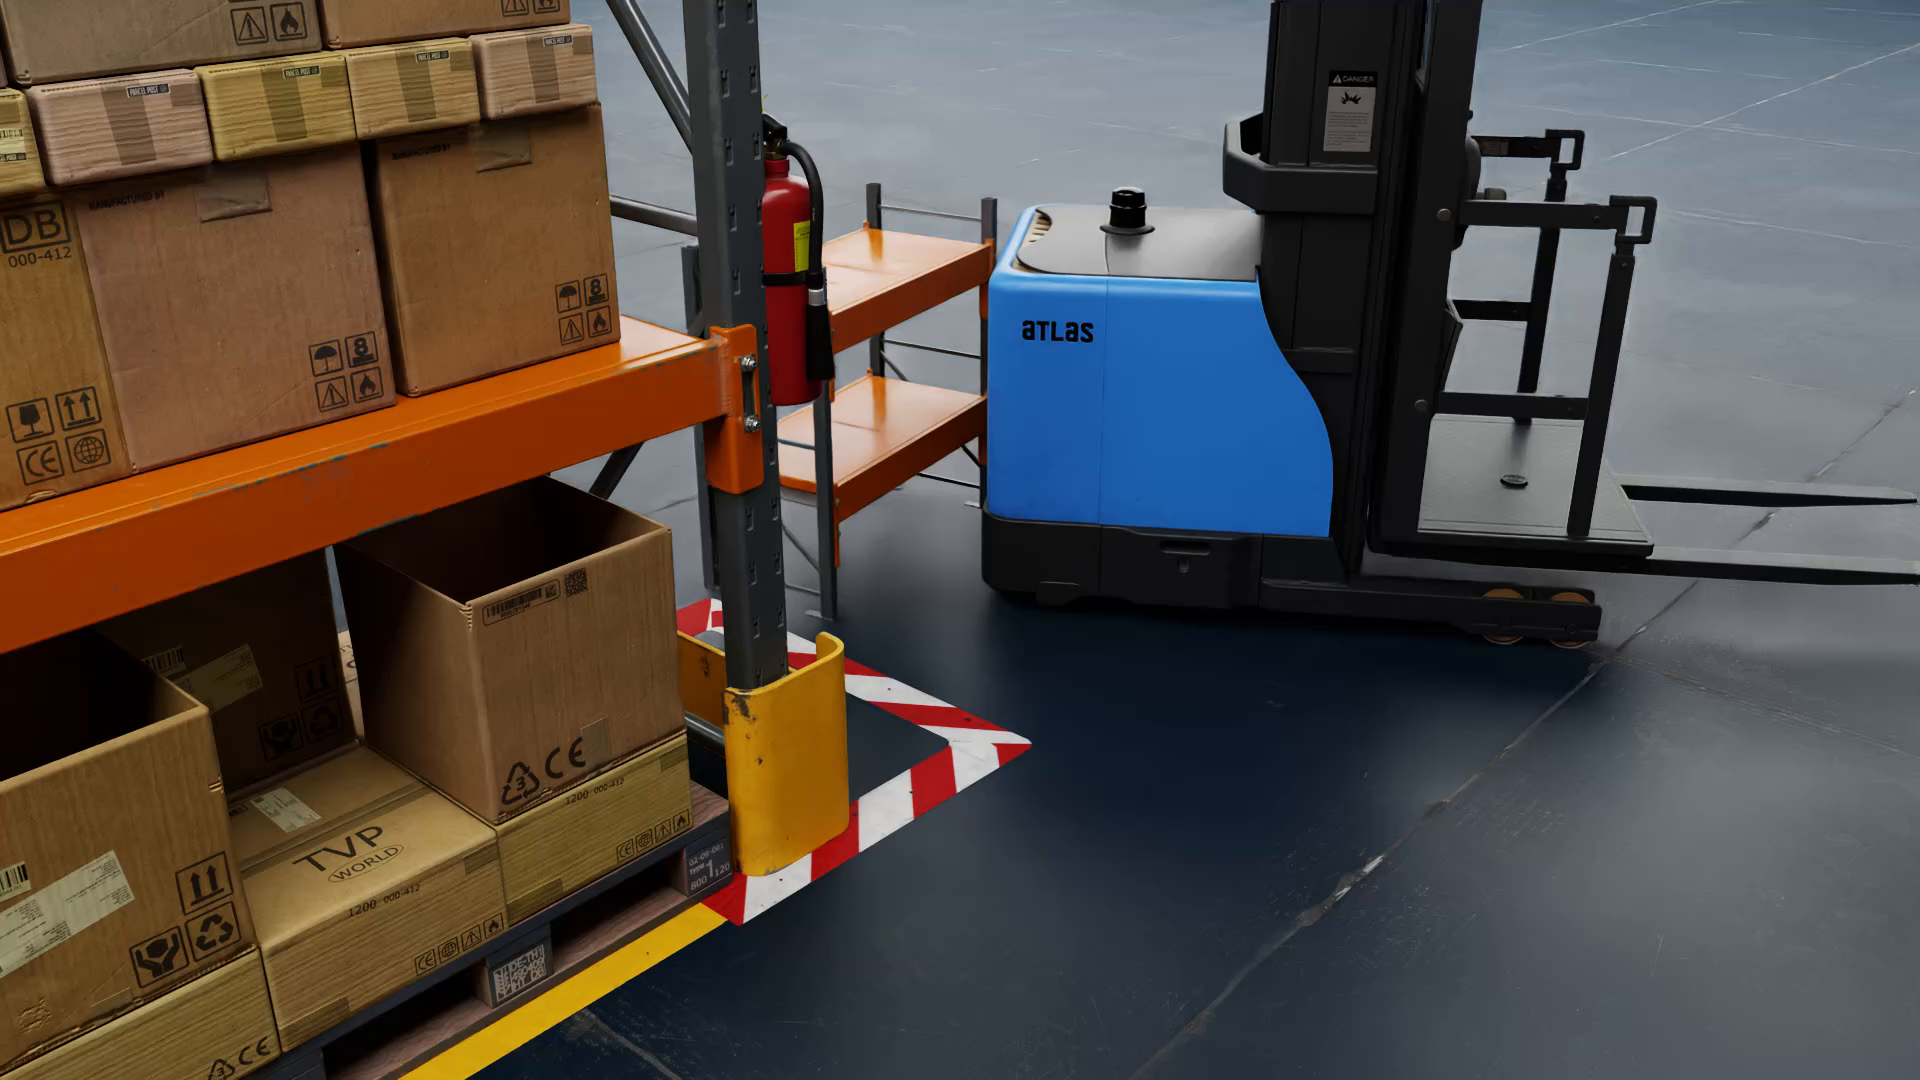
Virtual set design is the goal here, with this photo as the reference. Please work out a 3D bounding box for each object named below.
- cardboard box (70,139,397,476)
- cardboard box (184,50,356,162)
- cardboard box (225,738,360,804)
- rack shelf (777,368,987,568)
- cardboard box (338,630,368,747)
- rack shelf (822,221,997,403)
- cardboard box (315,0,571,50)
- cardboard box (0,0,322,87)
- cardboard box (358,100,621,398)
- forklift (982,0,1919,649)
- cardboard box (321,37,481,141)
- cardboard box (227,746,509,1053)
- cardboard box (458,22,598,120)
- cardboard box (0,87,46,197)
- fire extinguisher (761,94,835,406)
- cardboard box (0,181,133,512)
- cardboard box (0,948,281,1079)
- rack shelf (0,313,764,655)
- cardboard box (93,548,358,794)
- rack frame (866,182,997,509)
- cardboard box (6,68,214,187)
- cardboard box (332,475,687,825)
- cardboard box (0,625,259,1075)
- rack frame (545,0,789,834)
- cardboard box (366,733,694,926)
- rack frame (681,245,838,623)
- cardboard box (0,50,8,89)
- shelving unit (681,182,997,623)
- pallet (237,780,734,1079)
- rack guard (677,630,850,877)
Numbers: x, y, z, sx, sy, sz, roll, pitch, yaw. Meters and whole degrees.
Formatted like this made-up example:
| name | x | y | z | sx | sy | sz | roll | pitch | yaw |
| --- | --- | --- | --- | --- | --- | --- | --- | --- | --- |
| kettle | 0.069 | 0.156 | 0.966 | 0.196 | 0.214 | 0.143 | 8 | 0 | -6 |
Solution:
| name | x | y | z | sx | sy | sz | roll | pitch | yaw |
| --- | --- | --- | --- | --- | --- | --- | --- | --- | --- |
| cardboard box | -1.484 | -0.506 | 3.089 | 0.700 | 0.500 | 0.500 | 21 | 32 | 39 |
| cardboard box | -1.273 | -0.775 | 2.898 | 0.380 | 0.149 | 0.250 | 20 | 31 | 37 |
| cardboard box | -1.670 | 0.559 | 3.685 | 0.500 | 0.250 | 0.500 | 20 | 31 | 38 |
| rack shelf | -0.353 | -0.270 | 5.574 | 0.538 | 0.278 | 1.000 | 13 | 27 | 27 |
| cardboard box | -1.339 | 0.406 | 4.027 | 0.500 | 0.250 | 0.500 | 20 | 31 | 38 |
| rack shelf | -0.353 | -0.760 | 5.354 | 0.538 | 0.278 | 1.000 | 13 | 27 | 27 |
| cardboard box | -1.172 | -1.243 | 3.148 | 0.700 | 0.500 | 0.500 | 20 | 31 | 38 |
| cardboard box | -1.519 | -1.081 | 2.787 | 0.700 | 0.500 | 0.500 | 19 | 30 | 36 |
| cardboard box | -1.137 | -0.667 | 3.449 | 0.700 | 0.500 | 0.500 | 20 | 31 | 38 |
| forklift | 1.631 | -1.242 | 4.937 | 3.031 | 2.935 | 1.130 | 3 | 24 | 7 |
| cardboard box | -1.103 | -0.853 | 3.071 | 0.380 | 0.149 | 0.250 | 21 | 32 | 39 |
| cardboard box | -1.278 | 0.703 | 3.364 | 0.500 | 0.250 | 0.500 | 20 | 31 | 38 |
| cardboard box | -0.929 | -0.933 | 3.250 | 0.380 | 0.149 | 0.250 | 20 | 31 | 37 |
| cardboard box | -1.618 | -0.619 | 2.549 | 0.380 | 0.149 | 0.250 | 21 | 32 | 39 |
| fire extinguisher | -0.391 | -0.634 | 3.592 | 0.296 | 0.674 | 0.183 | 20 | 31 | 38 |
| cardboard box | -1.819 | -0.356 | 2.755 | 0.700 | 0.500 | 0.500 | 20 | 31 | 38 |
| cardboard box | -1.611 | 0.855 | 3.023 | 0.500 | 0.250 | 0.500 | 20 | 31 | 38 |
| rack shelf | -2.151 | 0.177 | 2.567 | 1.077 | 0.370 | 4.000 | 20 | 31 | 38 |
| cardboard box | -1.672 | 0.216 | 3.532 | 0.500 | 0.500 | 0.500 | 20 | 31 | 38 |
| rack frame | -0.101 | -0.673 | 5.876 | 0.500 | 1.125 | 0.032 | 13 | 27 | 27 |
| cardboard box | -1.443 | -0.699 | 2.728 | 0.380 | 0.149 | 0.250 | 21 | 31 | 38 |
| cardboard box | -0.952 | 0.205 | 3.557 | 0.500 | 0.500 | 0.500 | 20 | 31 | 38 |
| cardboard box | -1.609 | 0.514 | 2.868 | 0.500 | 0.500 | 0.500 | 20 | 31 | 38 |
| rack frame | -0.816 | -0.760 | 3.779 | 1.000 | 3.000 | 0.127 | 20 | 31 | 38 |
| cardboard box | -0.954 | 0.547 | 3.711 | 0.500 | 0.250 | 0.500 | 20 | 31 | 38 |
| rack frame | -0.606 | -0.312 | 5.071 | 0.500 | 1.125 | 0.032 | 13 | 27 | 27 |
| cardboard box | -1.855 | -0.927 | 2.444 | 0.700 | 0.500 | 0.500 | 20 | 31 | 38 |
| shelving unit | -0.353 | -0.493 | 5.474 | 0.538 | 1.125 | 1.048 | 13 | 27 | 27 |
| pallet | -1.295 | 0.757 | 3.804 | 1.003 | 0.211 | 1.213 | 20 | 31 | 38 |
| rack guard | -0.800 | 0.373 | 4.307 | 1.175 | 0.500 | 0.348 | 20 | 31 | 38 |
